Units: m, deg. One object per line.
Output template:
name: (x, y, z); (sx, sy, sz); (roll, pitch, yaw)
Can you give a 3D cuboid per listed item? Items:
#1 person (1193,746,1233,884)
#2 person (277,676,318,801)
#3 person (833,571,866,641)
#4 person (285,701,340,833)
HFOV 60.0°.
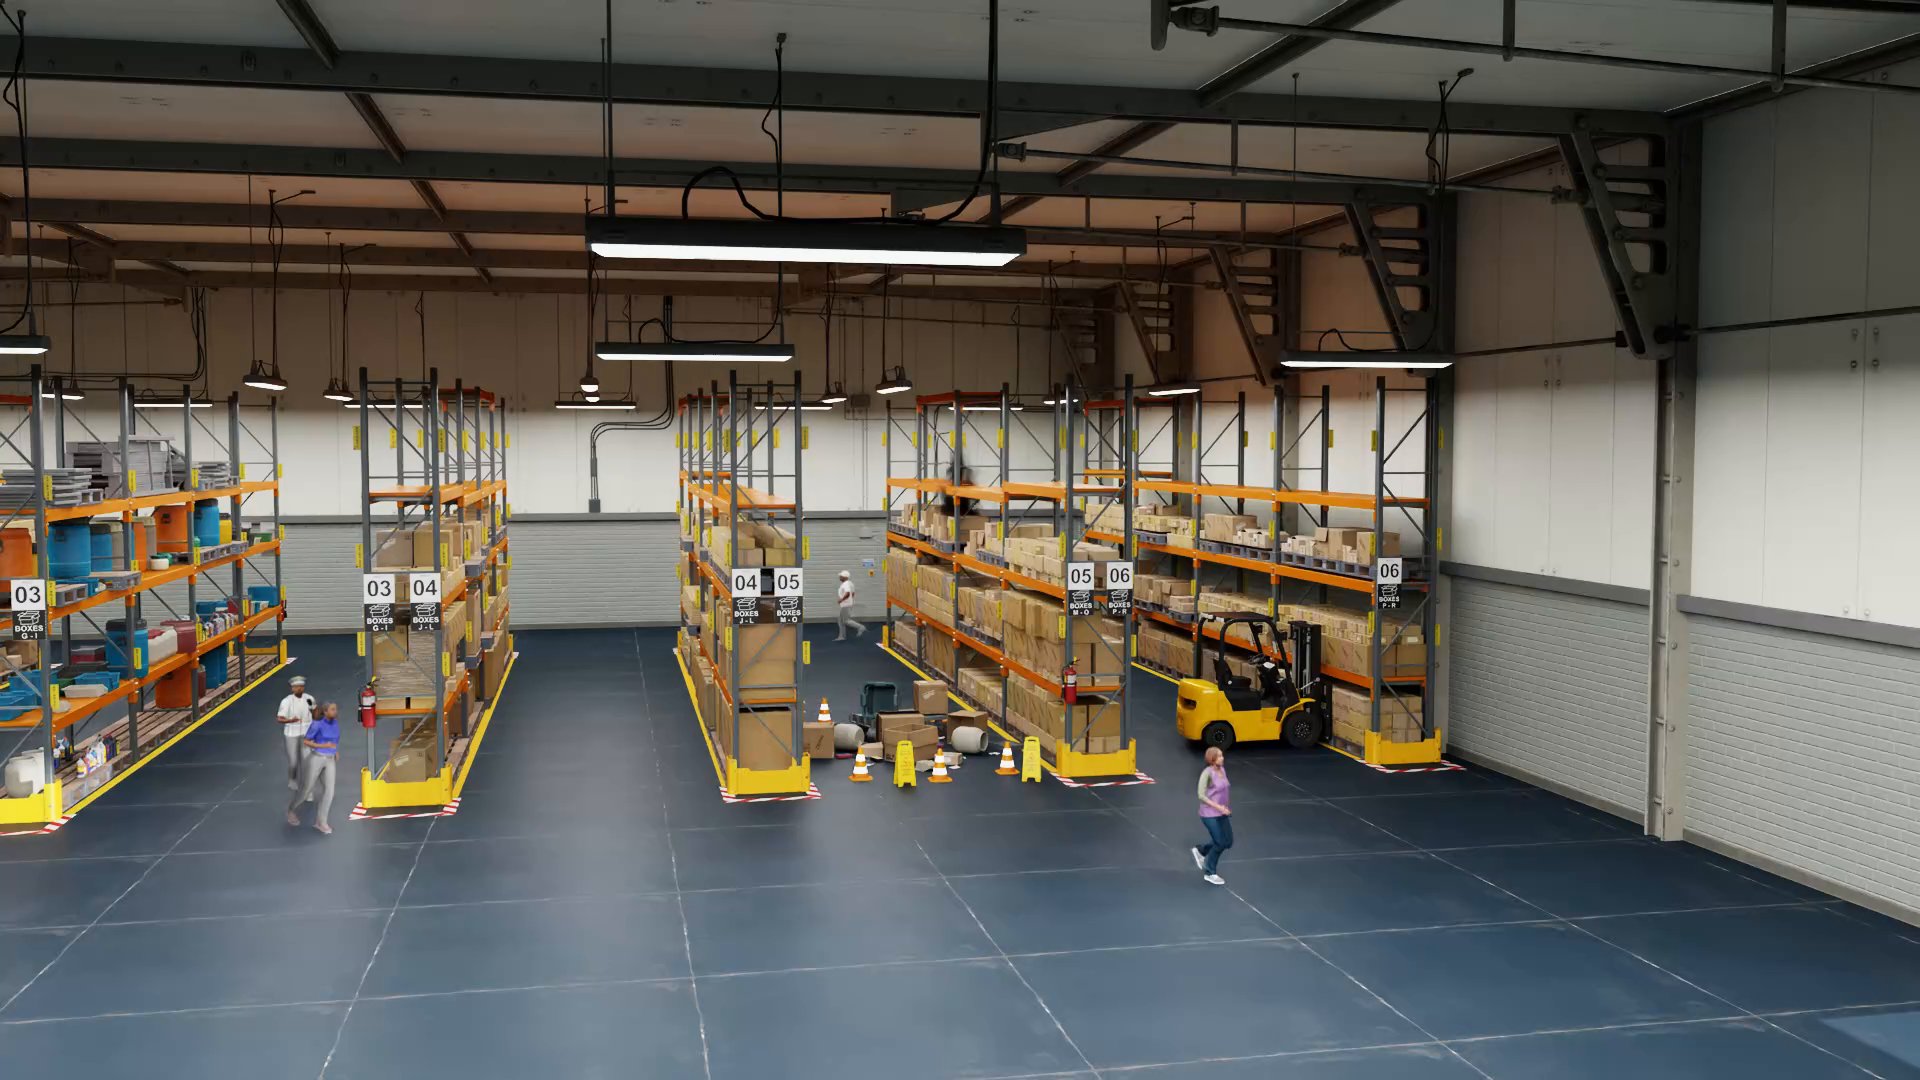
person: (2.859, 3.103, 18.826); (0.563, 1.556, 0.567); (3, 4, 38)
person: (-9.245, 2.741, 23.282); (0.582, 1.694, 0.898); (-2, 4, -31)
person: (-2.766, 1.655, 41.473); (0.829, 1.775, 0.710); (0, 3, 2)
person: (-8.261, 2.912, 21.545); (0.884, 1.627, 0.617); (2, 4, 35)
